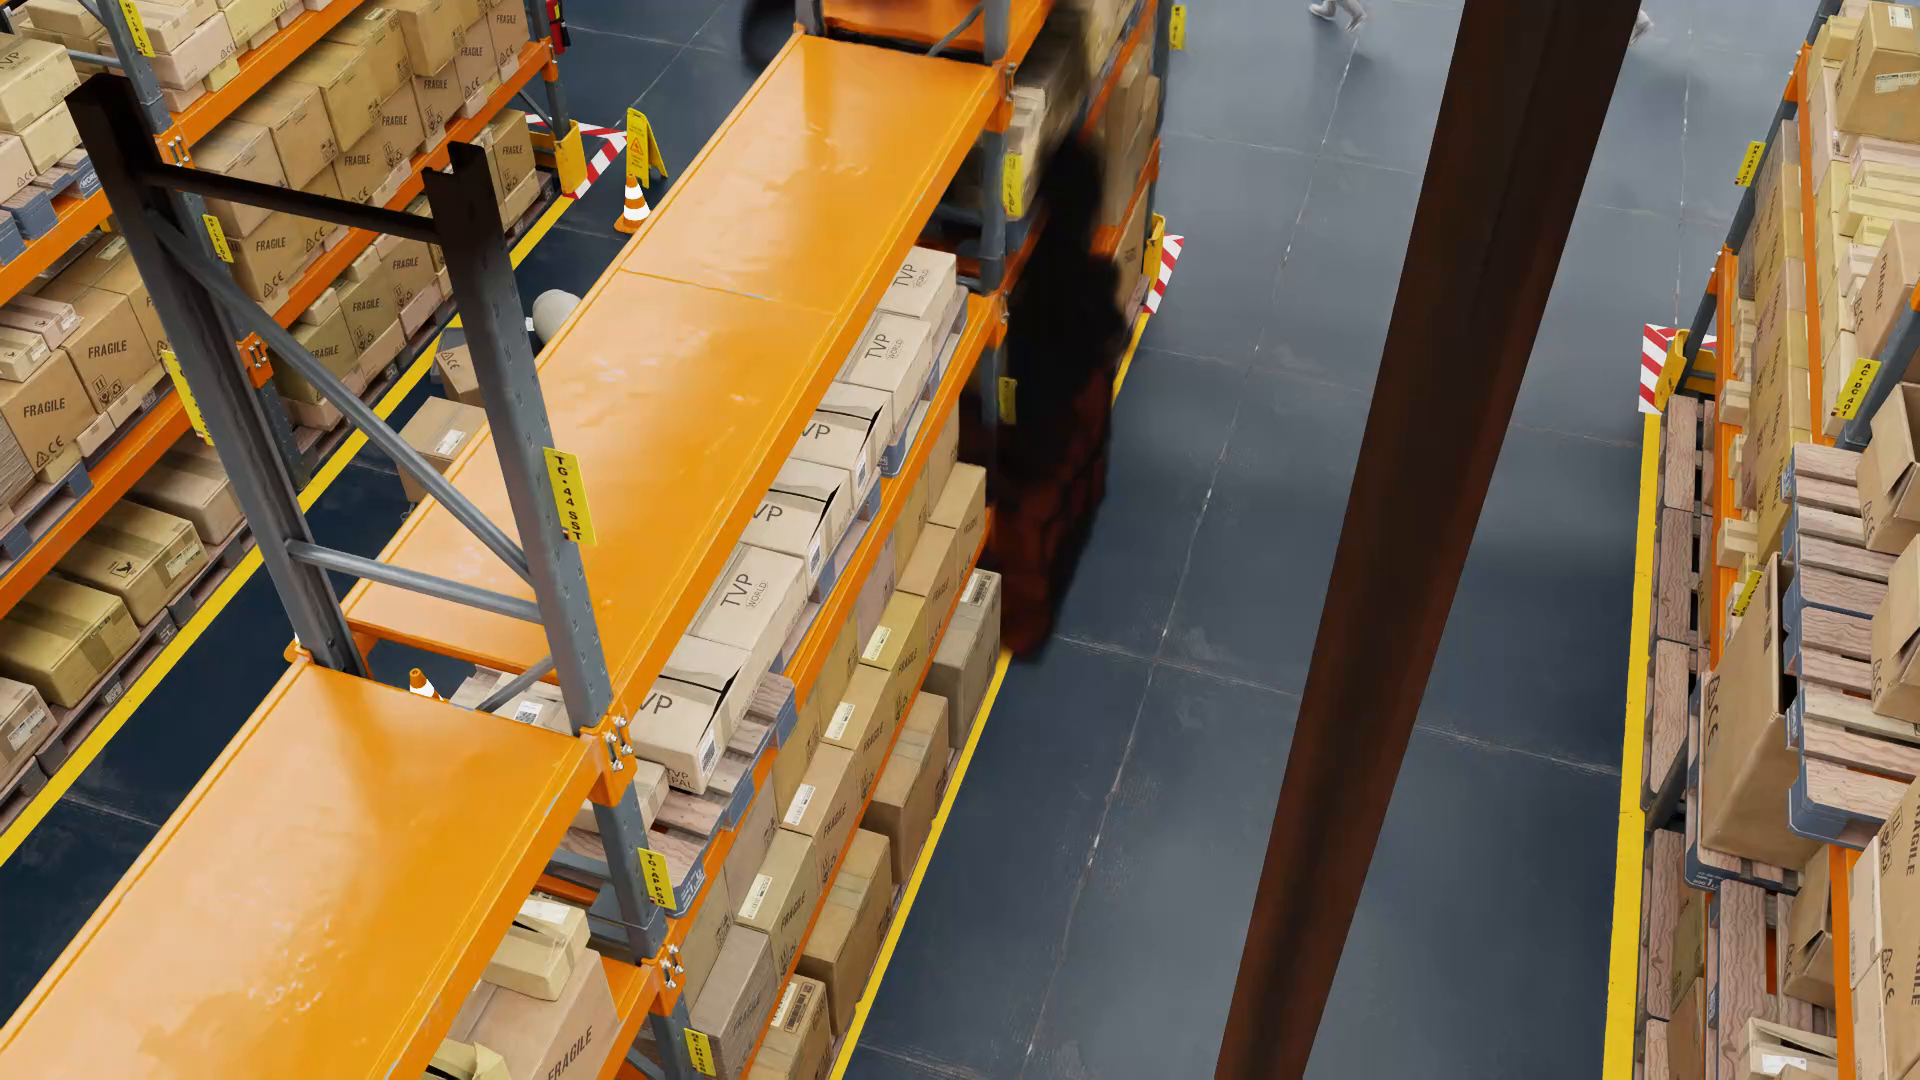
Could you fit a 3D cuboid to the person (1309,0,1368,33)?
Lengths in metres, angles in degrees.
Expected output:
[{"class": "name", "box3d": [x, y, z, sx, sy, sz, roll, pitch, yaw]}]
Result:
[{"class": "person", "box3d": [3.614, -5.508, 15.350, 0.588, 1.661, 0.774, -24, 50, -22]}]

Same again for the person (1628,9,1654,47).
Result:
[{"class": "person", "box3d": [6.247, -5.319, 15.120, 0.664, 1.728, 0.645, -31, 53, -27]}]
